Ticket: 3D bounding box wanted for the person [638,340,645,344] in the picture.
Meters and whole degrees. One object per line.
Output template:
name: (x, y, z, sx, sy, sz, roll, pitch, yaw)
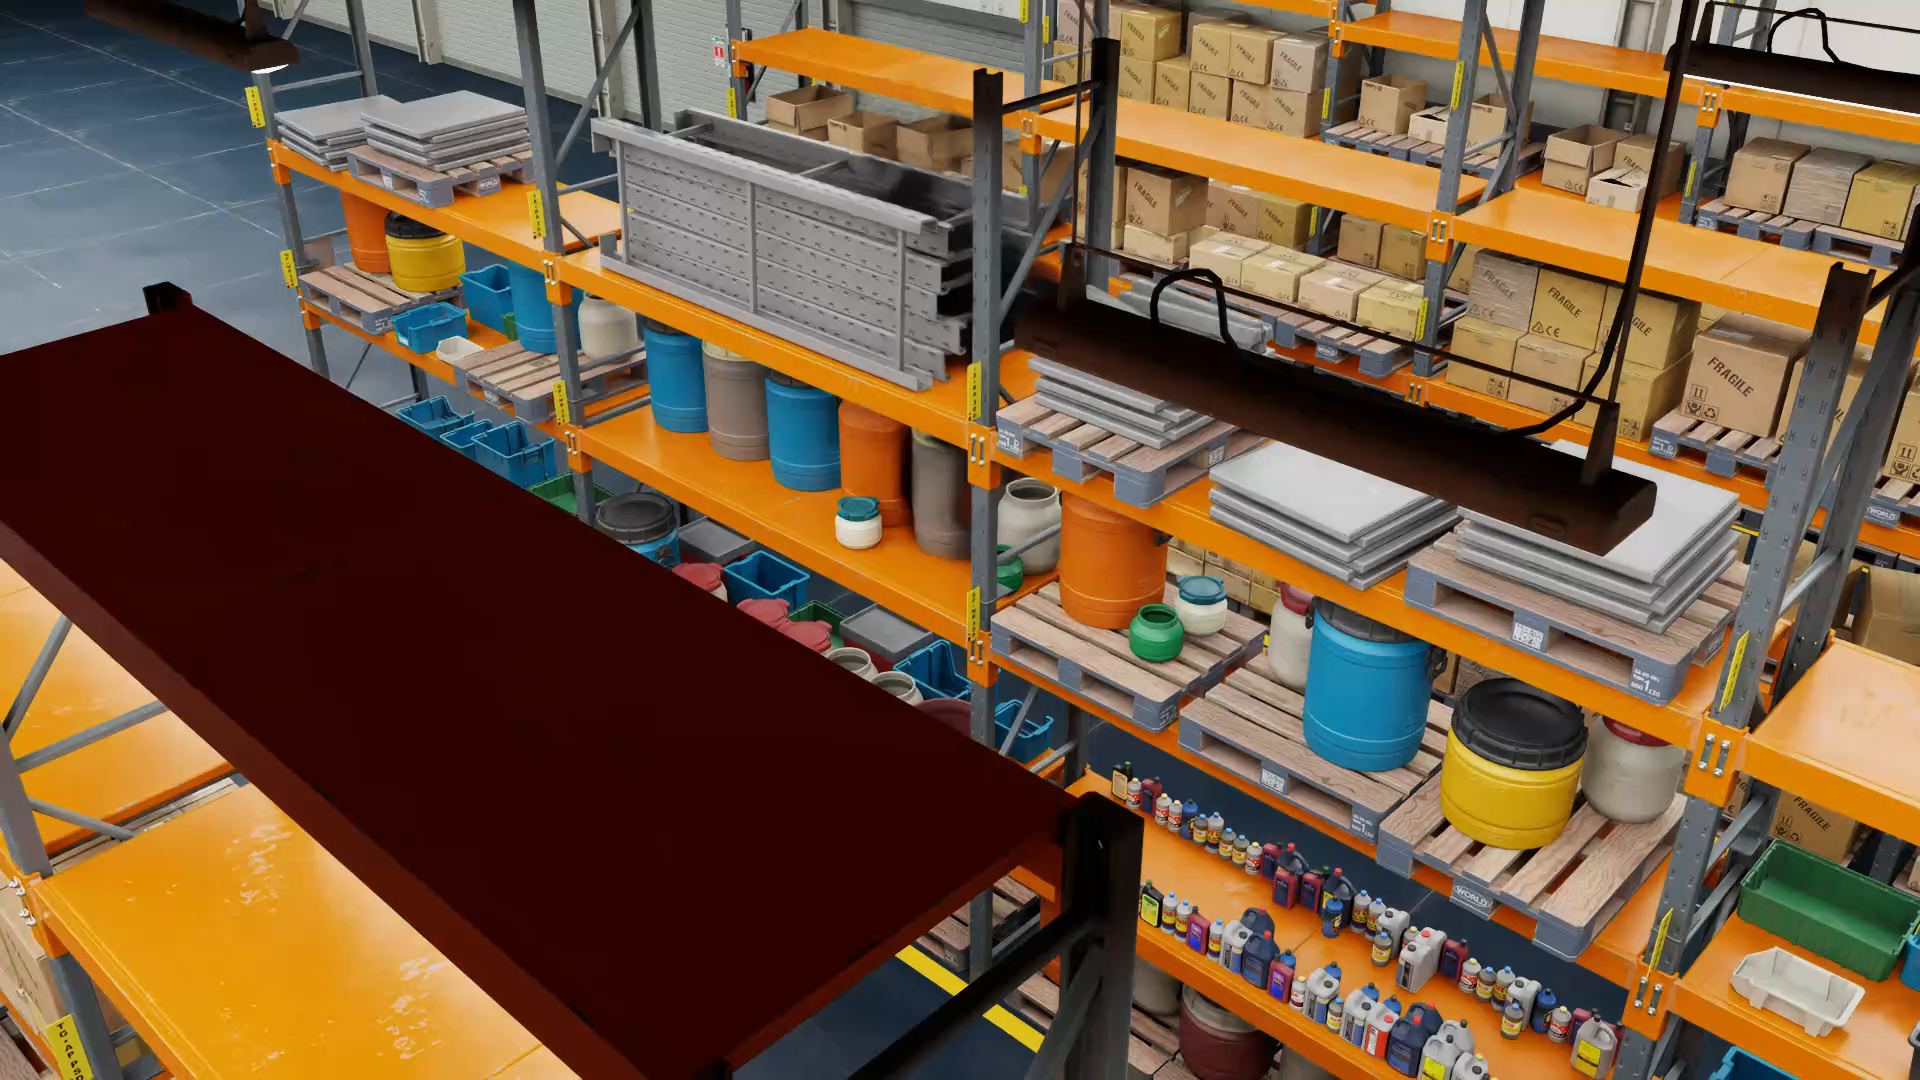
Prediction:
person: (-4.070, -2.606, 19.362, 0.958, 1.554, 0.582, -7, 30, -12)
